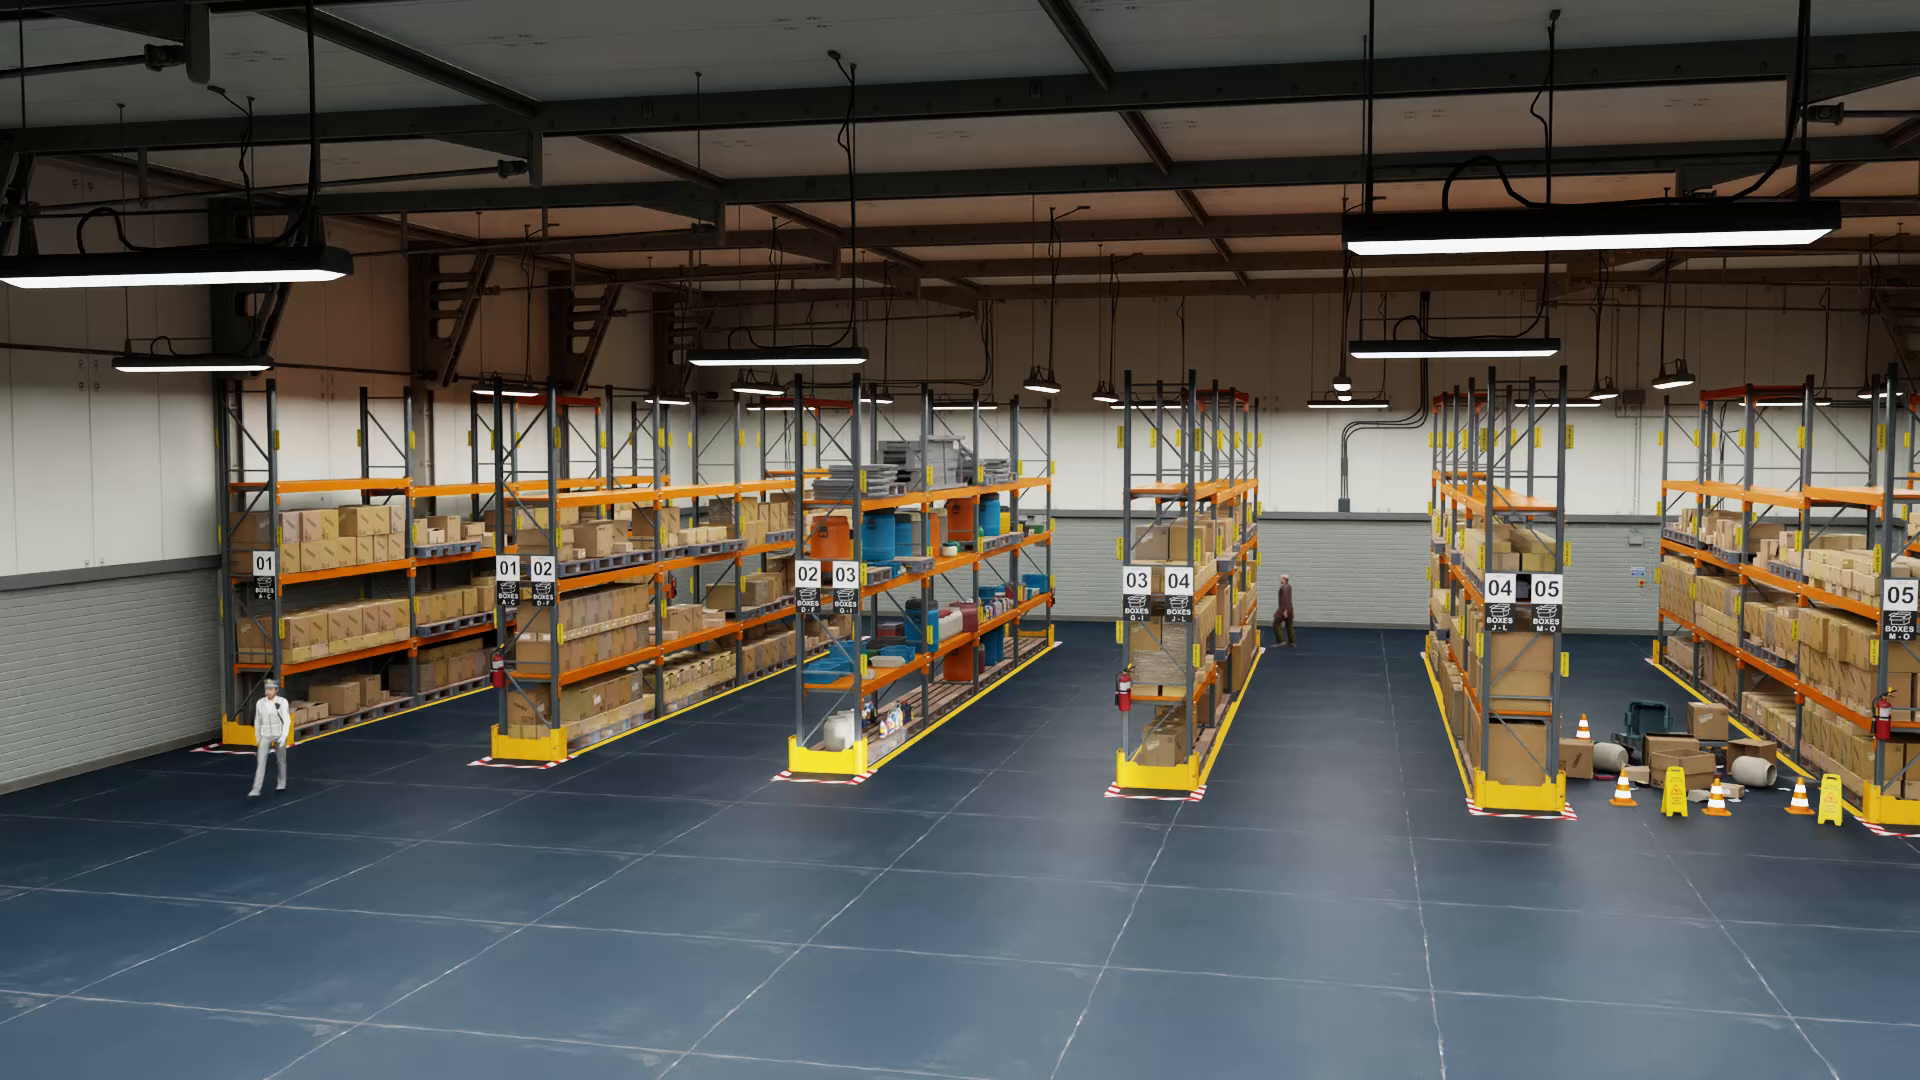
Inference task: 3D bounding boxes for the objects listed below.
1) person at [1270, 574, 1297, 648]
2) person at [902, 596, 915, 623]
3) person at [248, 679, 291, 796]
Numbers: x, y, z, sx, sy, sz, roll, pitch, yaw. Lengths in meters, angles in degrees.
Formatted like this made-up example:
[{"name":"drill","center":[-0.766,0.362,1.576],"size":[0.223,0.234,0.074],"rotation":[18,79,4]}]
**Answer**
[{"name":"person","center":[7.842,1.713,40.042],"size":[0.620,1.794,0.609],"rotation":[3,4,37]},{"name":"person","center":[-1.015,1.909,35.319],"size":[0.506,1.424,1.036],"rotation":[1,3,11]},{"name":"person","center":[-9.676,2.762,23.353],"size":[0.521,1.623,1.010],"rotation":[-1,4,-15]}]
